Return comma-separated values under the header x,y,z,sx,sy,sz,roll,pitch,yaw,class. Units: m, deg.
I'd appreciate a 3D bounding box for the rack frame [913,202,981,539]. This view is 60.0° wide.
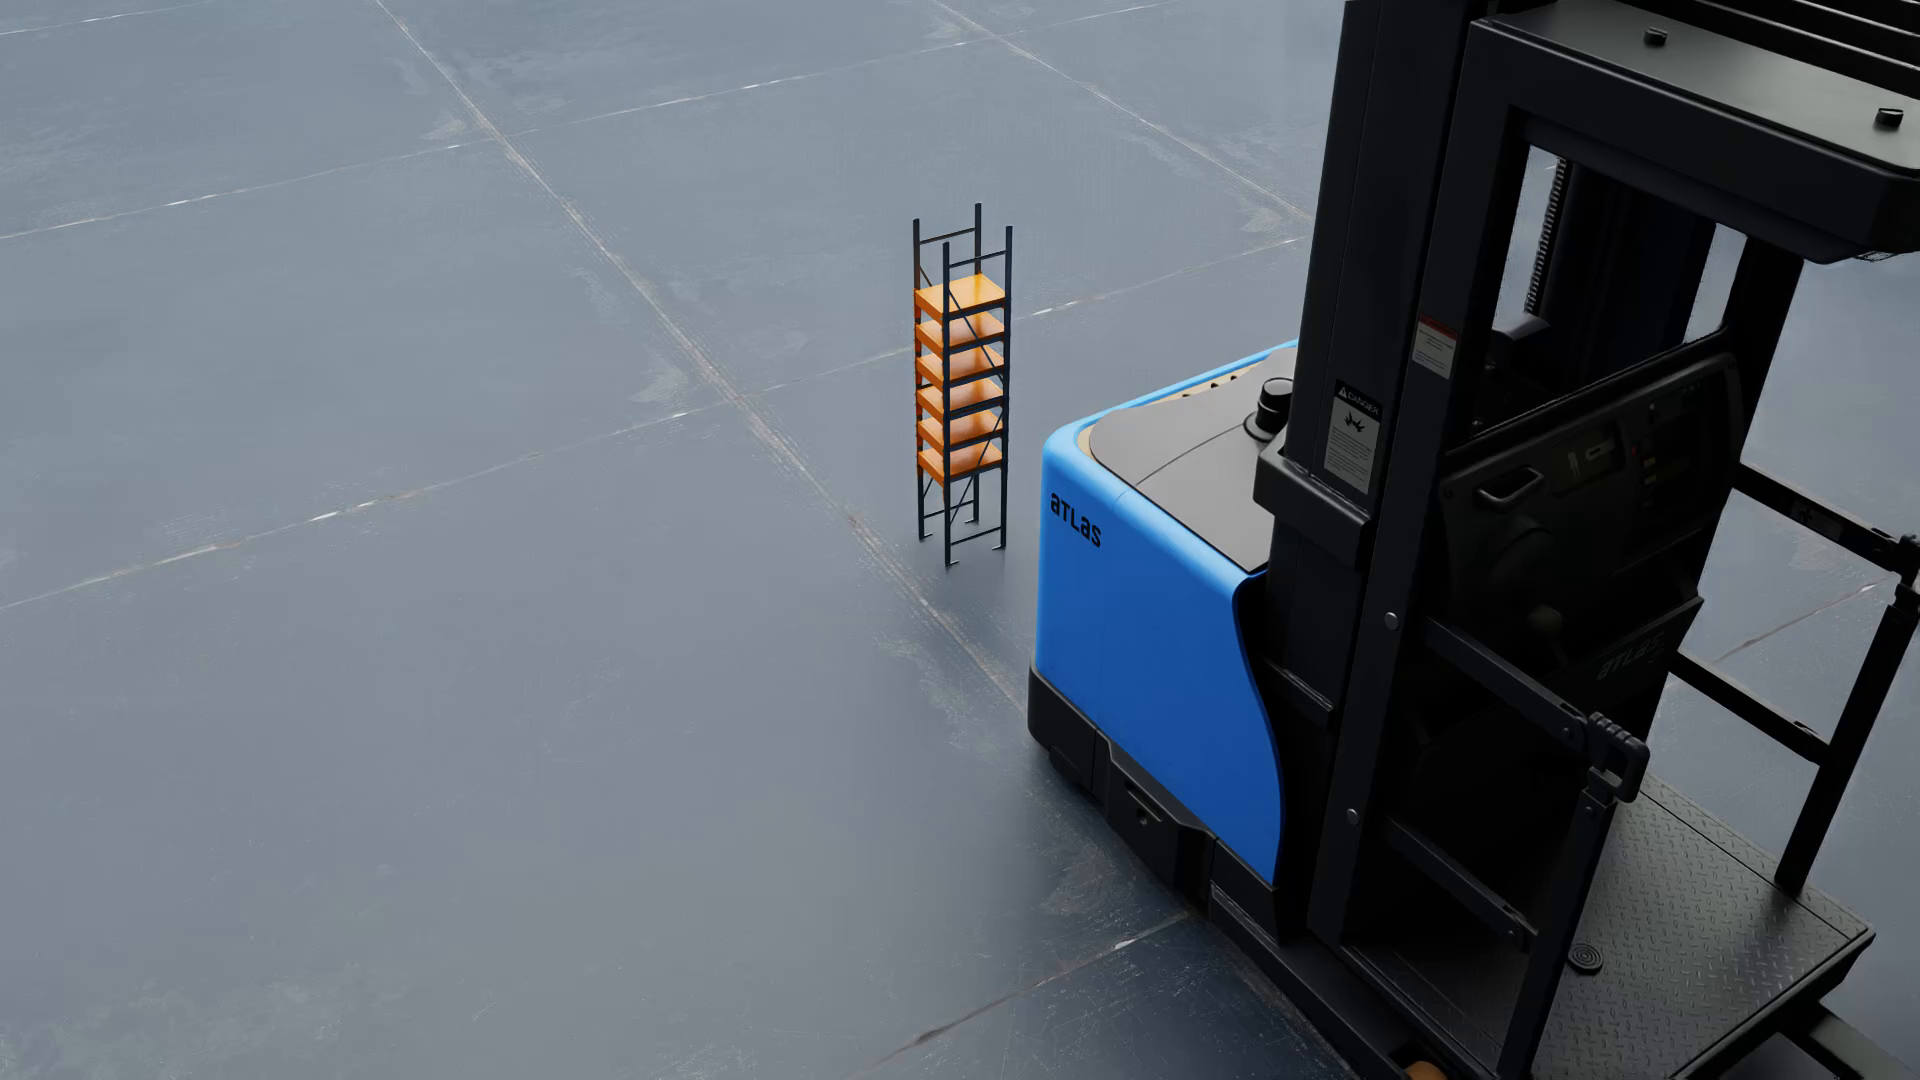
x,y,z,sx,sy,sz,roll,pitch,yaw,class
-0.039,-0.524,5.450,0.240,1.200,0.006,-19,40,-24,rack frame

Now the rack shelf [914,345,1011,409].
x,y,z,sx,sy,sz,roll,pitch,yaw,class
0.007,-0.538,5.341,0.258,0.103,0.180,-19,40,-24,rack shelf

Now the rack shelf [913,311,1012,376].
x,y,z,sx,sy,sz,roll,pitch,yaw,class
0.007,-0.635,5.271,0.258,0.103,0.180,-19,40,-24,rack shelf

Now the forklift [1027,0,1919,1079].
x,y,z,sx,sy,sz,roll,pitch,yaw,class
1.440,-0.035,3.312,1.130,2.935,3.031,-22,41,-27,forklift

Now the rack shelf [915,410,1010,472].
x,y,z,sx,sy,sz,roll,pitch,yaw,class
0.007,-0.344,5.483,0.258,0.103,0.180,-19,40,-24,rack shelf

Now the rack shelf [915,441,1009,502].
x,y,z,sx,sy,sz,roll,pitch,yaw,class
0.007,-0.247,5.554,0.258,0.103,0.180,-19,40,-24,rack shelf

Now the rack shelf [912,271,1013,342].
x,y,z,sx,sy,sz,roll,pitch,yaw,class
0.007,-0.732,5.200,0.258,0.103,0.180,-19,40,-24,rack shelf

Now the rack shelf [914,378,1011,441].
x,y,z,sx,sy,sz,roll,pitch,yaw,class
0.007,-0.441,5.412,0.258,0.103,0.180,-19,40,-24,rack shelf

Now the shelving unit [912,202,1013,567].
x,y,z,sx,sy,sz,roll,pitch,yaw,class
0.007,-0.477,5.386,0.258,1.200,0.189,-19,40,-24,shelving unit

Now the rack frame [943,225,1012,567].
x,y,z,sx,sy,sz,roll,pitch,yaw,class
0.053,-0.430,5.322,0.240,1.200,0.006,-19,40,-24,rack frame
